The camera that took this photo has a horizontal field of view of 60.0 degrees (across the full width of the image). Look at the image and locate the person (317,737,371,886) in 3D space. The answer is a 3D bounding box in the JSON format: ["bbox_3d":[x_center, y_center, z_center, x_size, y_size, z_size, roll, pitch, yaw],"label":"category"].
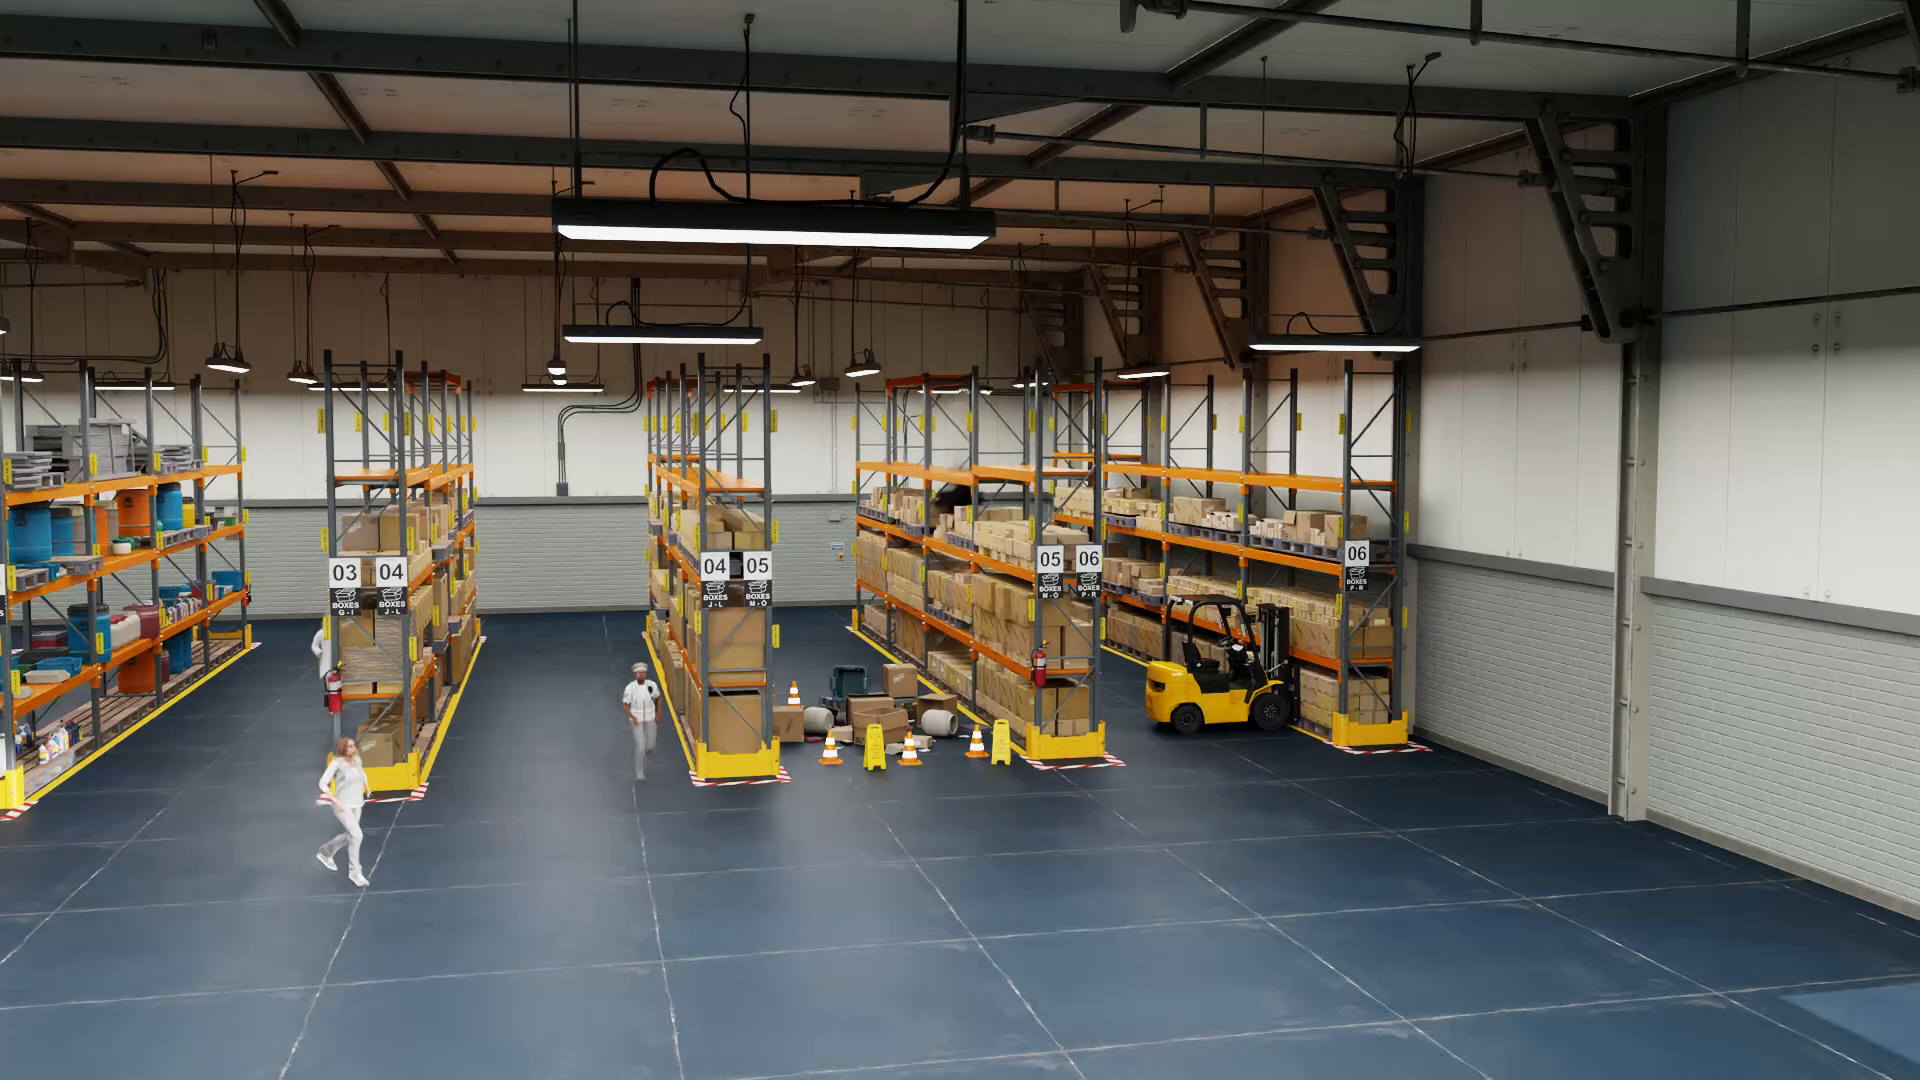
[{"bbox_3d":[-6.751,2.948,18.207,0.717,1.627,0.564,2,4,23],"label":"person"}]

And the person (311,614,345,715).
[{"bbox_3d":[-10.815,2.138,28.696,0.705,1.727,0.661,-1,4,-19],"label":"person"}]

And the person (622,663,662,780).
[{"bbox_3d":[-4.491,2.550,23.534,0.581,1.675,0.612,-2,4,-21],"label":"person"}]
